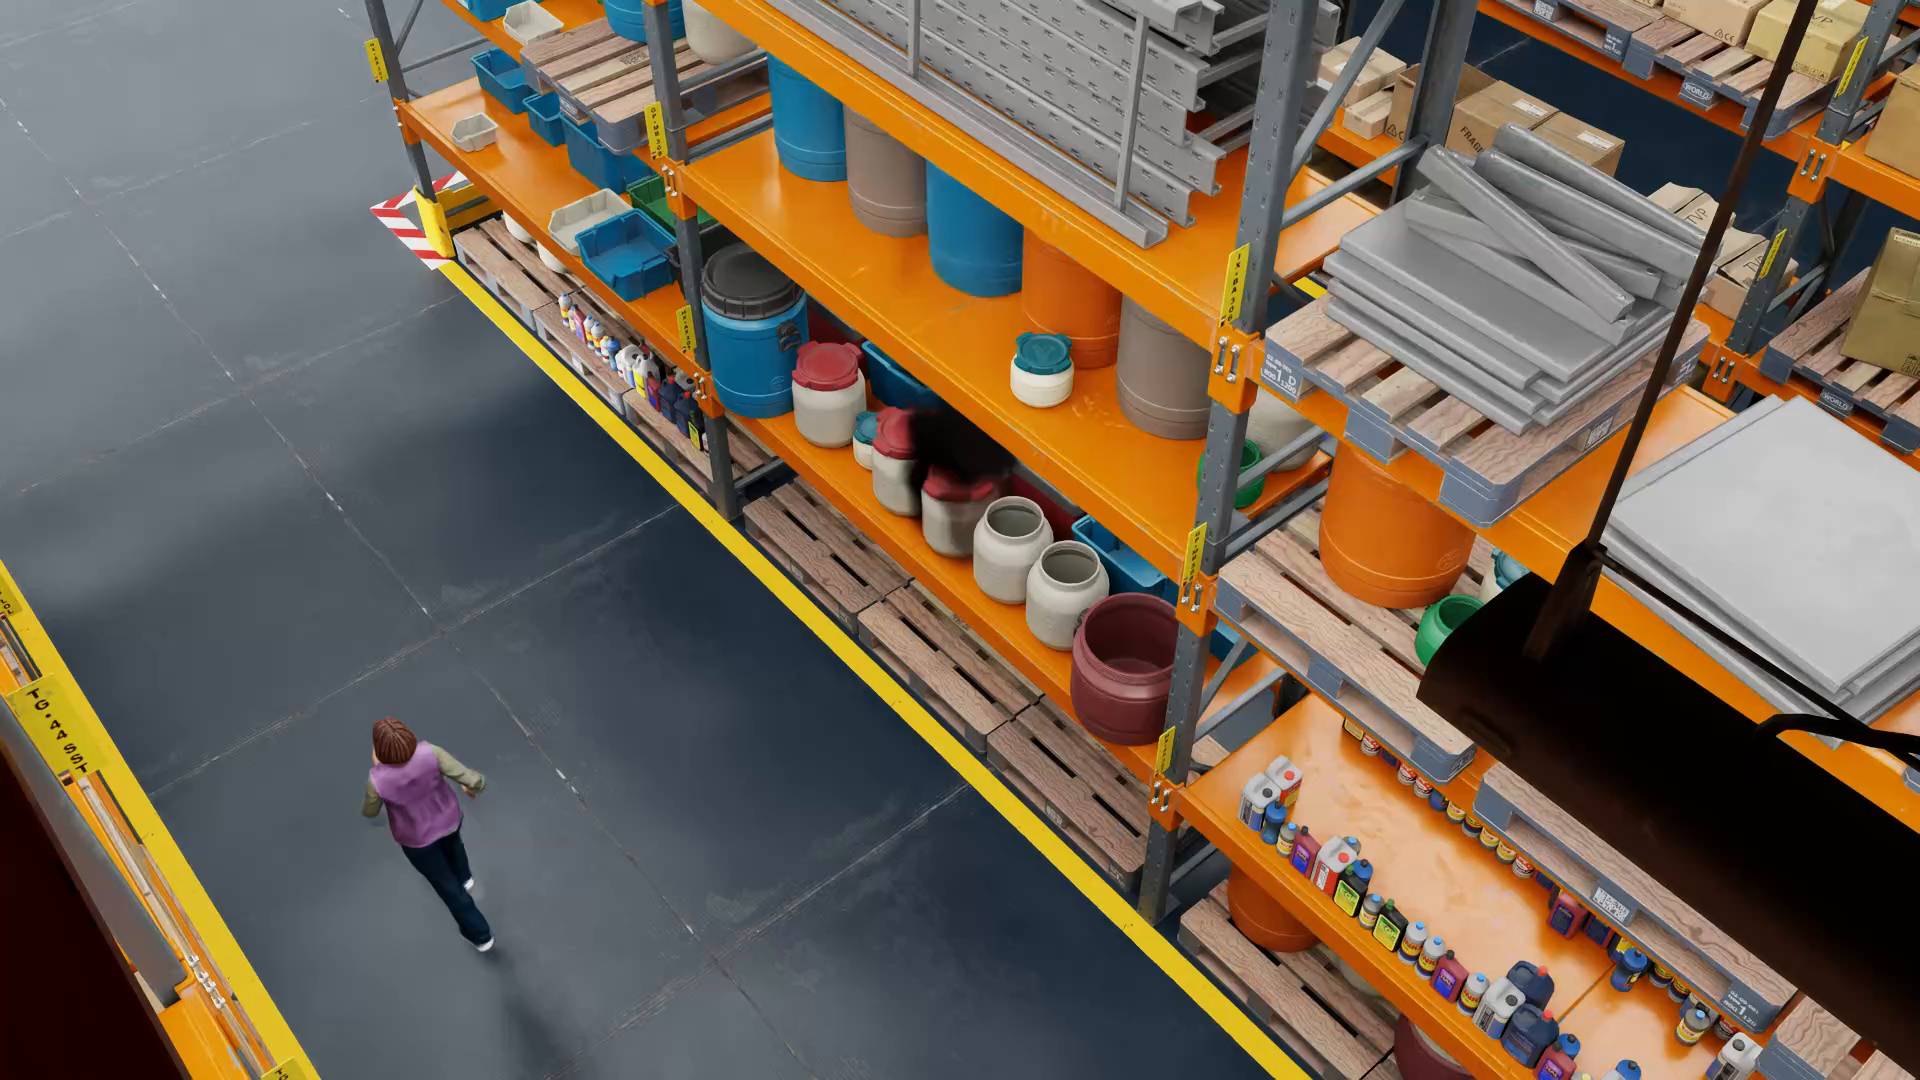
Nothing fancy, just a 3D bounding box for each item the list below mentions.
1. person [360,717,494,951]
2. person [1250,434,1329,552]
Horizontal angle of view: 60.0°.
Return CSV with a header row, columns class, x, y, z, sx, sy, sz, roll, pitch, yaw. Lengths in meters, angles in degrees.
class,x,y,z,sx,sy,sz,roll,pitch,yaw
person,-2.592,1.442,8.188,0.693,1.587,0.508,35,56,29
person,1.881,-0.145,9.615,0.559,1.660,0.761,-30,53,-25
